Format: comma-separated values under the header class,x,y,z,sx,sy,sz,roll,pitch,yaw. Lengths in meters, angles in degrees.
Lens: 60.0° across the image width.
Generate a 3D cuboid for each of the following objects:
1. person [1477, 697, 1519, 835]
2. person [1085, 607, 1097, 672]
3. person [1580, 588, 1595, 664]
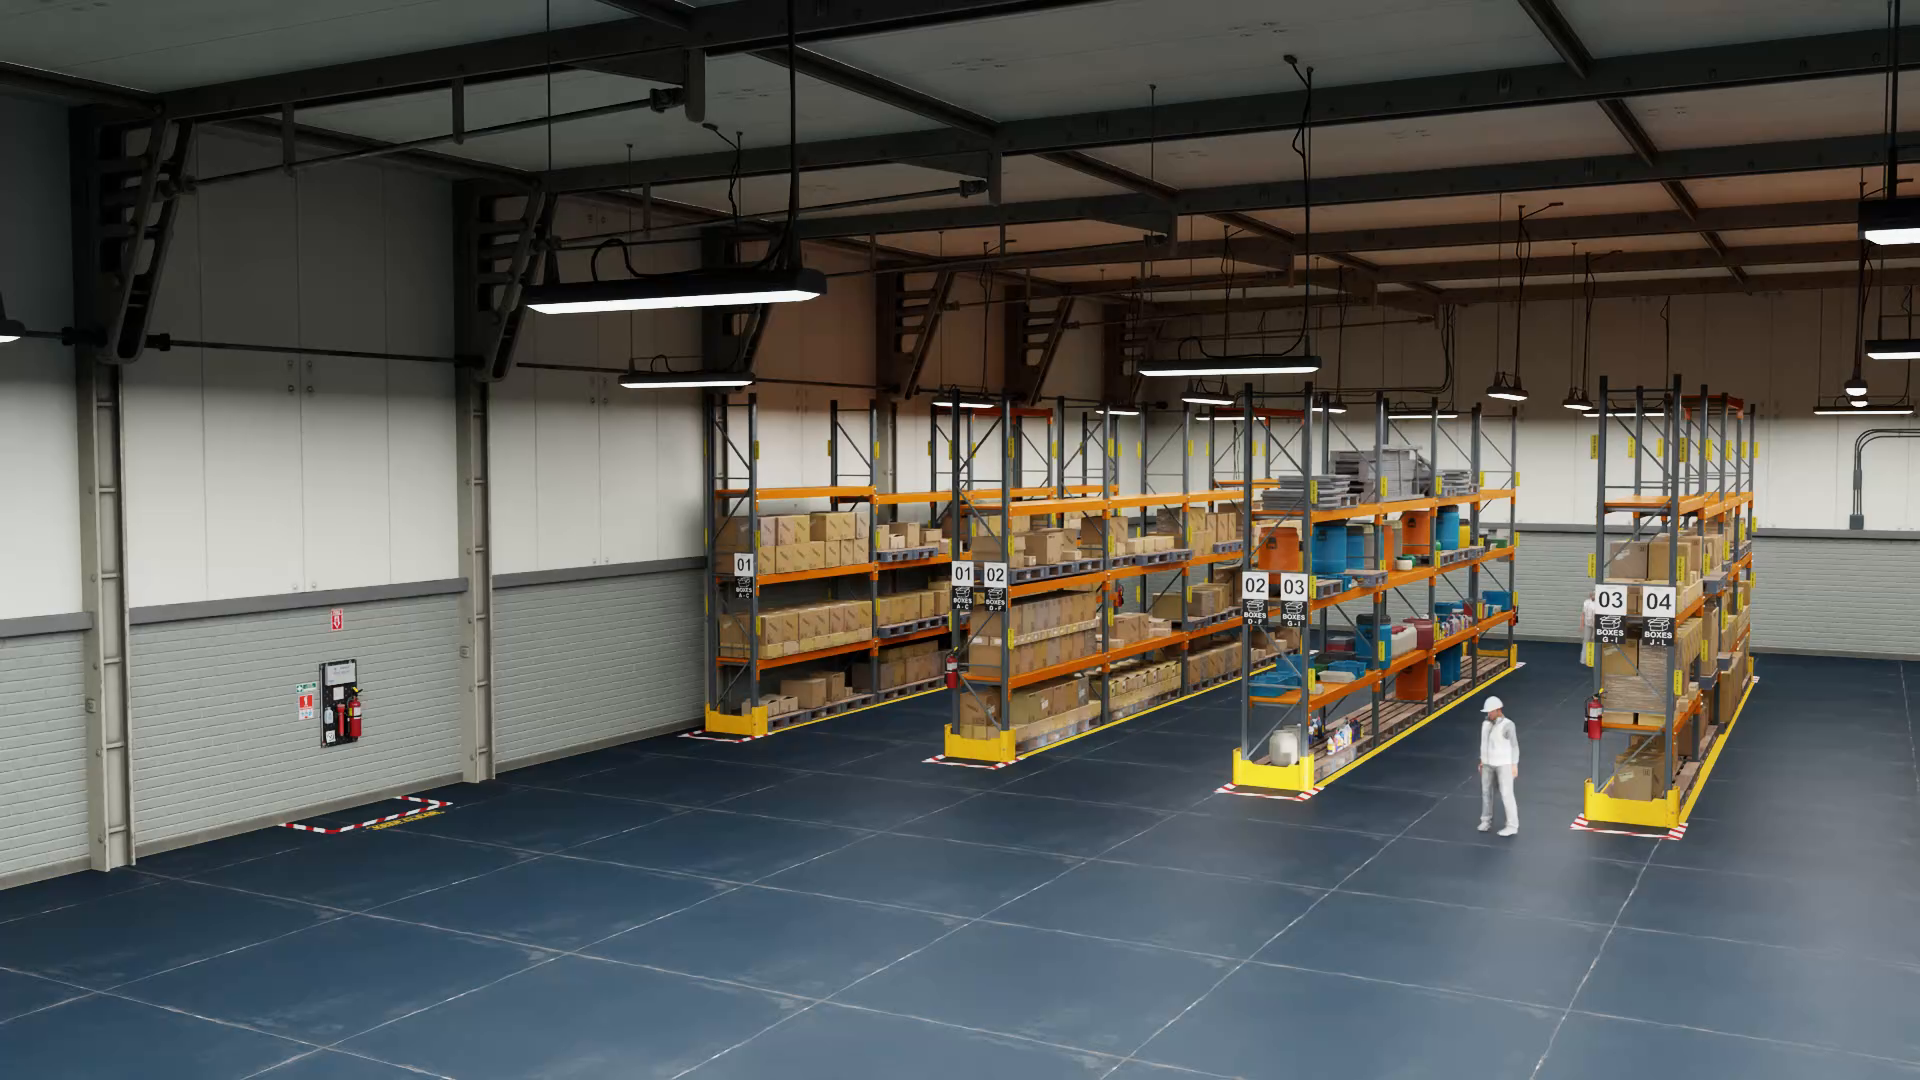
class,x,y,z,sx,sy,sz,roll,pitch,yaw
person,7.035,2.935,21.784,0.410,1.769,0.609,-2,4,-31
person,2.717,2.225,35.397,0.456,1.793,0.606,0,3,-5
person,14.868,2.016,39.057,0.596,1.782,0.551,2,4,29
